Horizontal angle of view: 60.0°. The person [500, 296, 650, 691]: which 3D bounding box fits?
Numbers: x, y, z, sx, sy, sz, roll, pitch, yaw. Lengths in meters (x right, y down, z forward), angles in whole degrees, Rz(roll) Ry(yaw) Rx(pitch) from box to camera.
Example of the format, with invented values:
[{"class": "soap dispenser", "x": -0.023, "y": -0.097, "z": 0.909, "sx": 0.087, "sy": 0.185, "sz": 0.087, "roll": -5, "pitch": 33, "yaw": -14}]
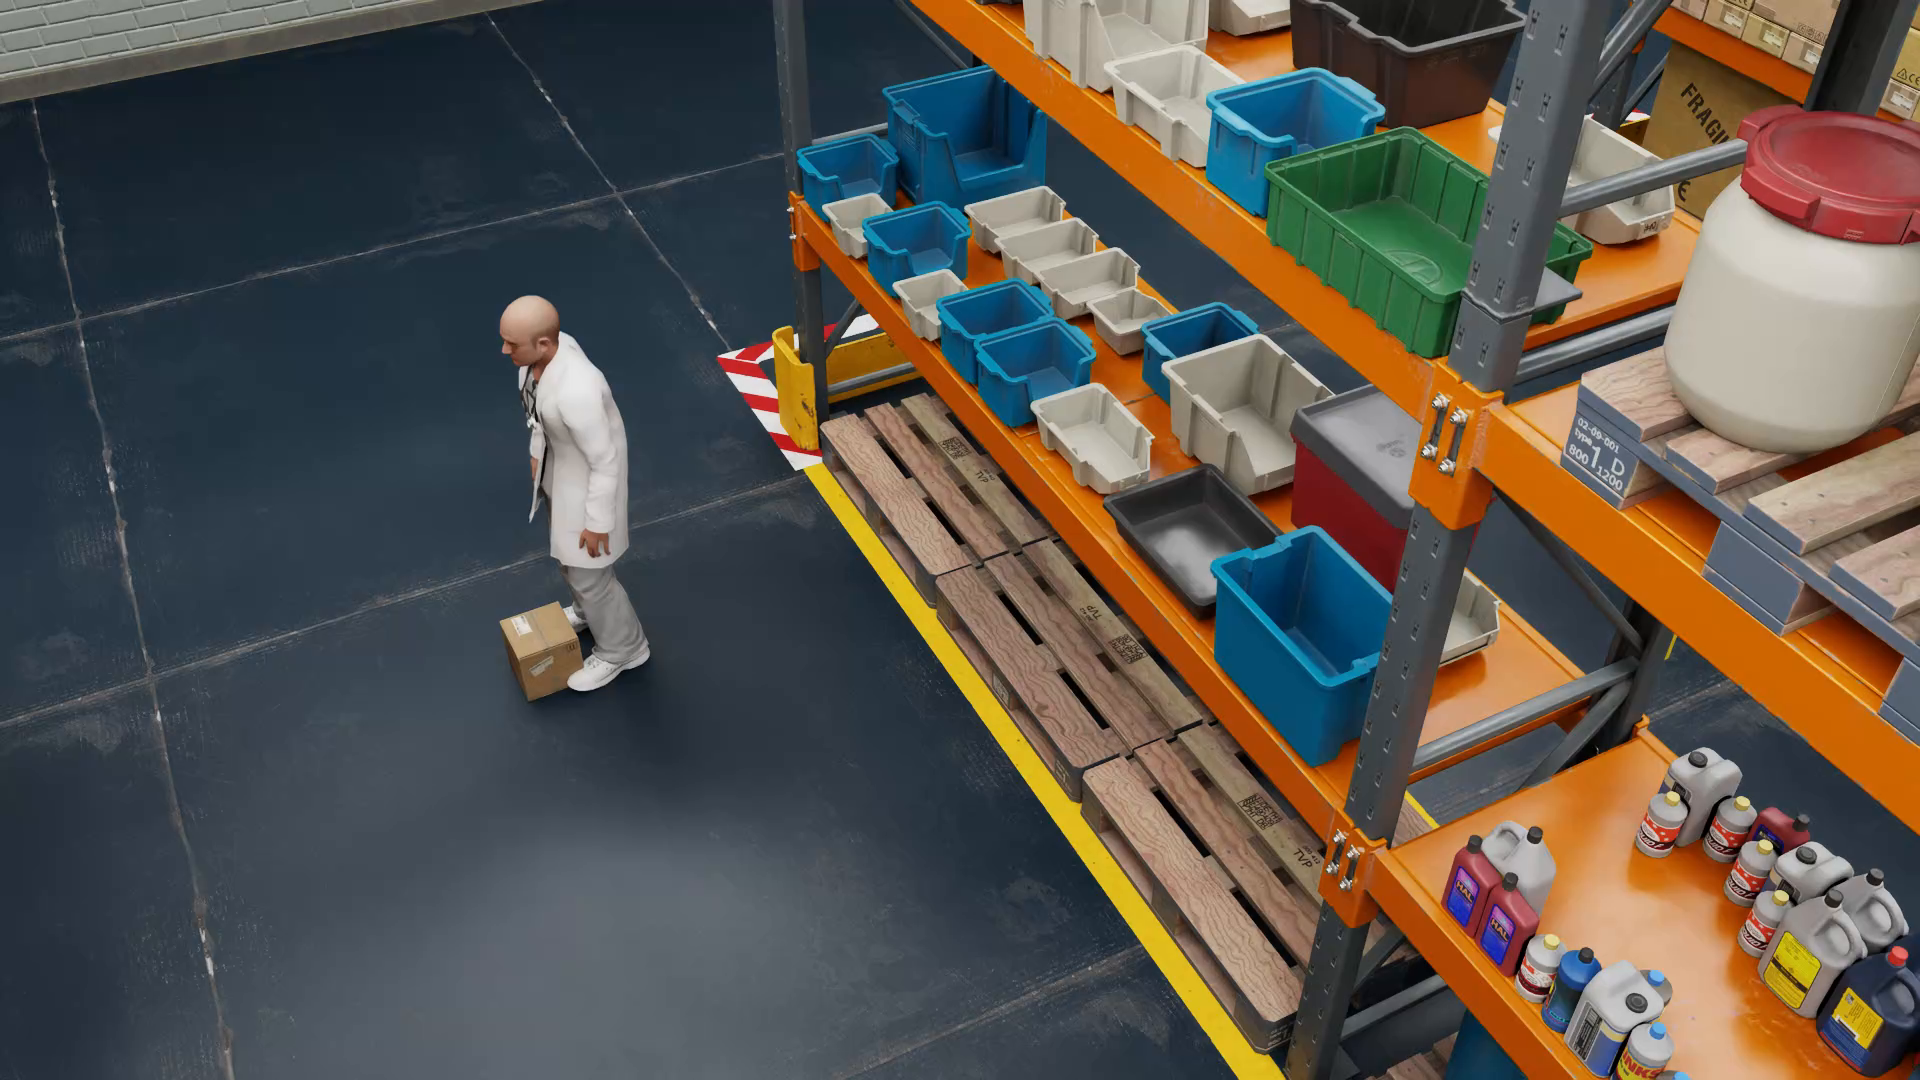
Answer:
[{"class": "person", "x": -1.482, "y": -0.192, "z": 6.394, "sx": 0.428, "sy": 1.773, "sz": 0.651, "roll": -21, "pitch": 45, "yaw": -23}]
